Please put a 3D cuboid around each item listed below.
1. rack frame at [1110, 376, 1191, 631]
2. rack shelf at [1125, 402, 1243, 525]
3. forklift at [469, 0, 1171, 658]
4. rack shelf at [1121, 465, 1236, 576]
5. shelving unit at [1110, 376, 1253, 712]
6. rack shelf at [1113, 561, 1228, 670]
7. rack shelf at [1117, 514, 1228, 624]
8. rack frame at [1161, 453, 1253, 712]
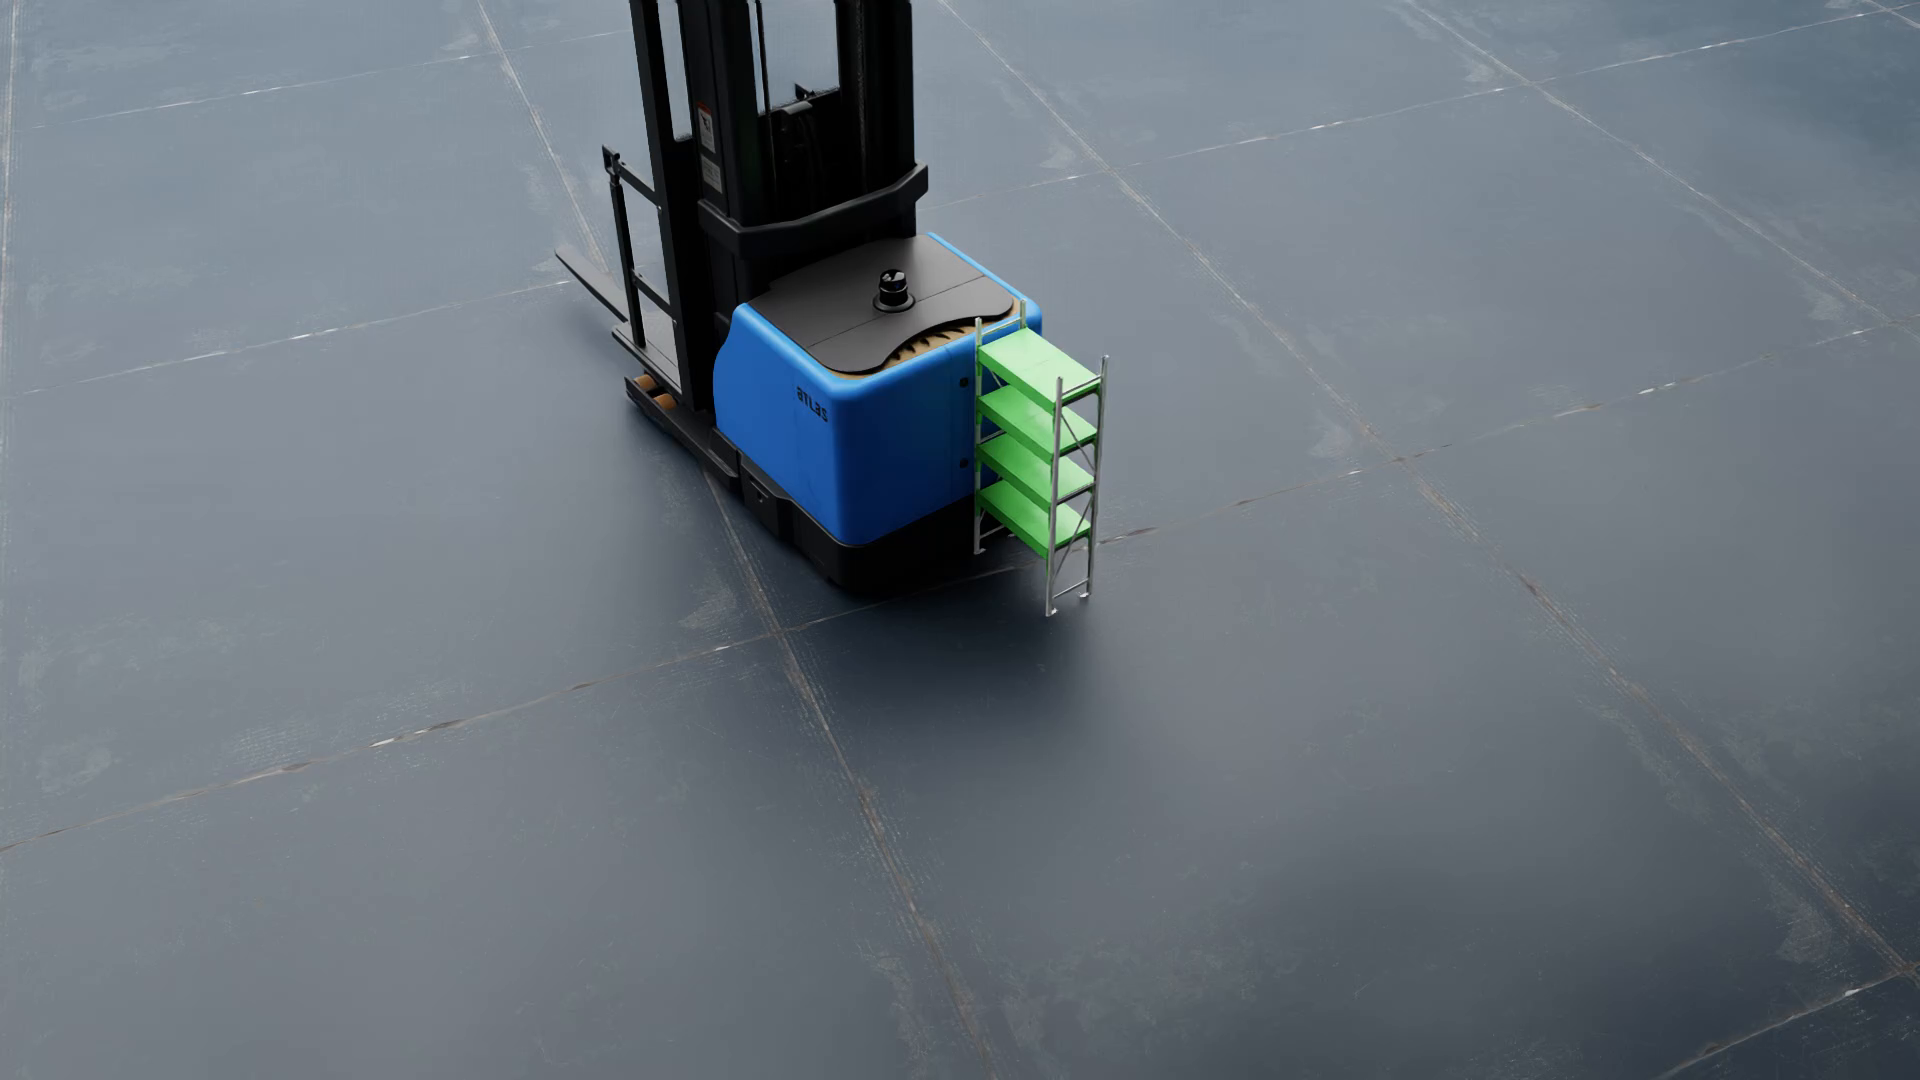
[{"bbox_3d":[0.731,-0.115,6.463,0.240,1.200,0.015,-13,42,-15],"label":"rack frame"},{"bbox_3d":[0.815,-0.281,6.018,0.258,0.148,0.480,-13,42,-15],"label":"rack shelf"},{"bbox_3d":[-0.706,-1.278,6.488,3.031,2.935,1.130,16,43,18],"label":"forklift"},{"bbox_3d":[0.815,-0.099,6.175,0.258,0.148,0.480,-13,42,-15],"label":"rack shelf"},{"bbox_3d":[0.815,0.034,6.290,0.258,1.200,0.503,-13,42,-15],"label":"shelving unit"},{"bbox_3d":[0.815,0.265,6.488,0.258,0.148,0.480,-13,42,-15],"label":"rack shelf"},{"bbox_3d":[0.815,0.083,6.331,0.258,0.148,0.480,-13,42,-15],"label":"rack shelf"},{"bbox_3d":[0.898,0.184,6.116,0.240,1.200,0.015,-13,42,-15],"label":"rack frame"}]
